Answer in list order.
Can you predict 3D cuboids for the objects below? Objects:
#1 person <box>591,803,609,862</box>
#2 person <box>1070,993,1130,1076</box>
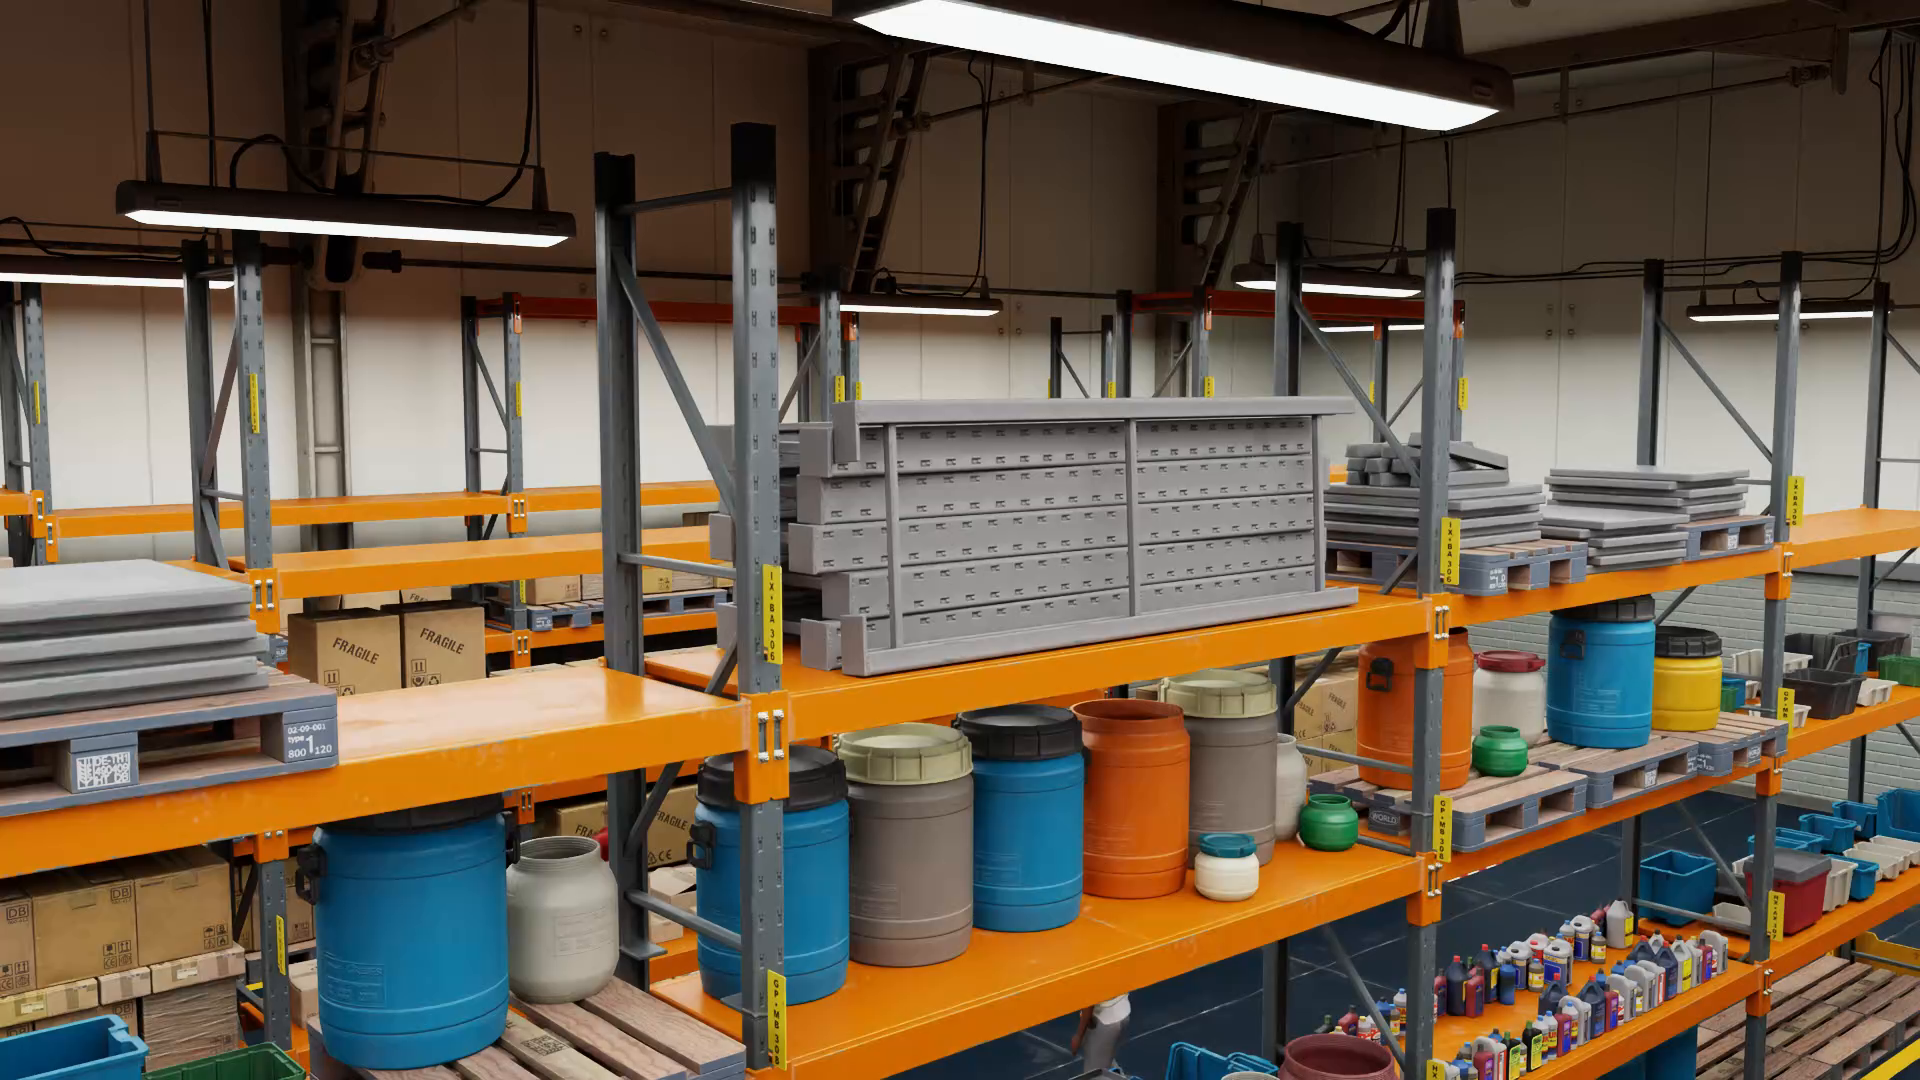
[{"bbox_3d":[-2.957,3.017,13.745,0.664,1.757,0.416,-5,8,-44],"label":"person"},{"bbox_3d":[0.984,3.282,11.239,0.403,1.685,0.537,3,6,27],"label":"person"}]
